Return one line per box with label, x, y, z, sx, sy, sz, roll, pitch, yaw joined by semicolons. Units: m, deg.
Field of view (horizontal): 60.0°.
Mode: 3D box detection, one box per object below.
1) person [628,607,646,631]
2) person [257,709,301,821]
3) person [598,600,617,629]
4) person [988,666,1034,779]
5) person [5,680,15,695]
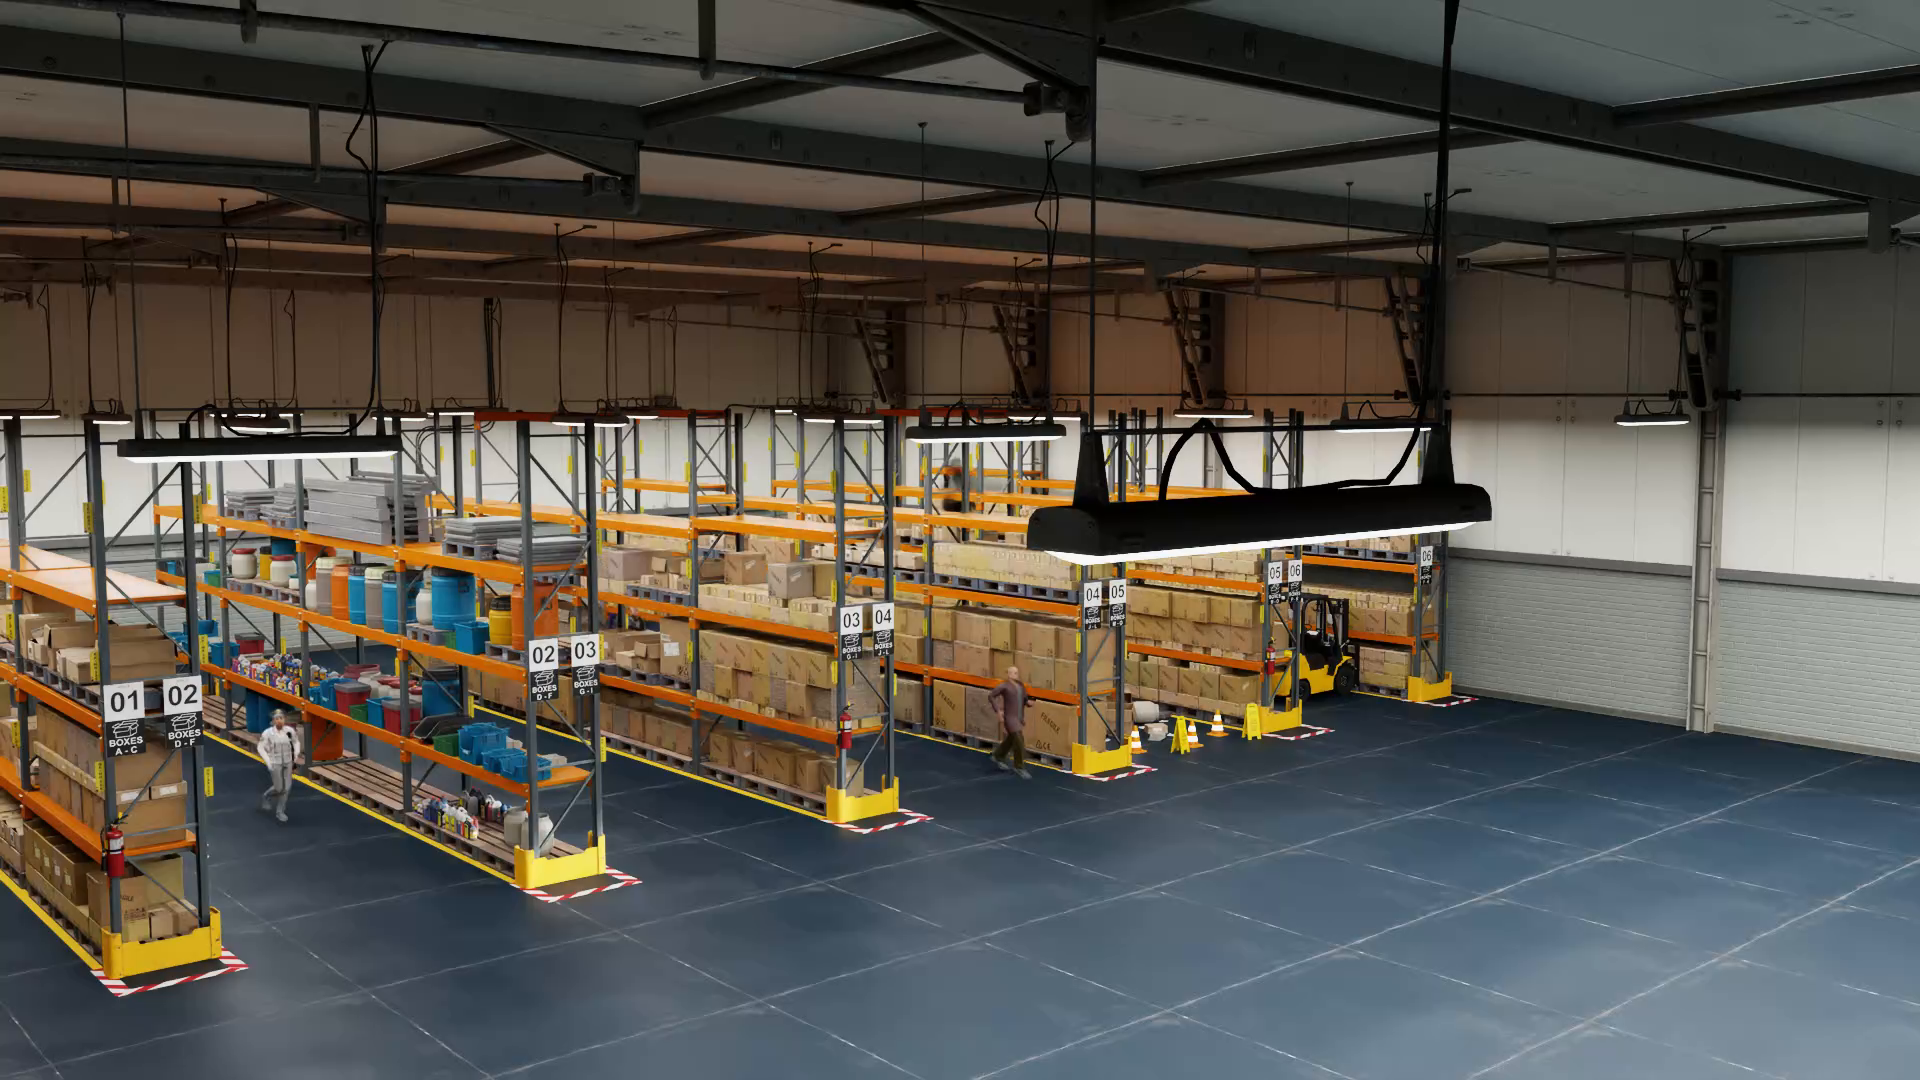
person;-7.055;2.306;36.114;0.672;1.726;0.952;-3;6;-34
person;-10.139;3.333;24.822;0.611;1.672;0.592;-4;7;-40
person;-8.748;1.872;41.487;0.610;1.637;0.920;2;6;25
person;0.859;3.104;27.670;0.910;1.630;0.687;4;6;36
person;-17.565;2.835;31.138;0.558;1.532;0.550;3;6;30
